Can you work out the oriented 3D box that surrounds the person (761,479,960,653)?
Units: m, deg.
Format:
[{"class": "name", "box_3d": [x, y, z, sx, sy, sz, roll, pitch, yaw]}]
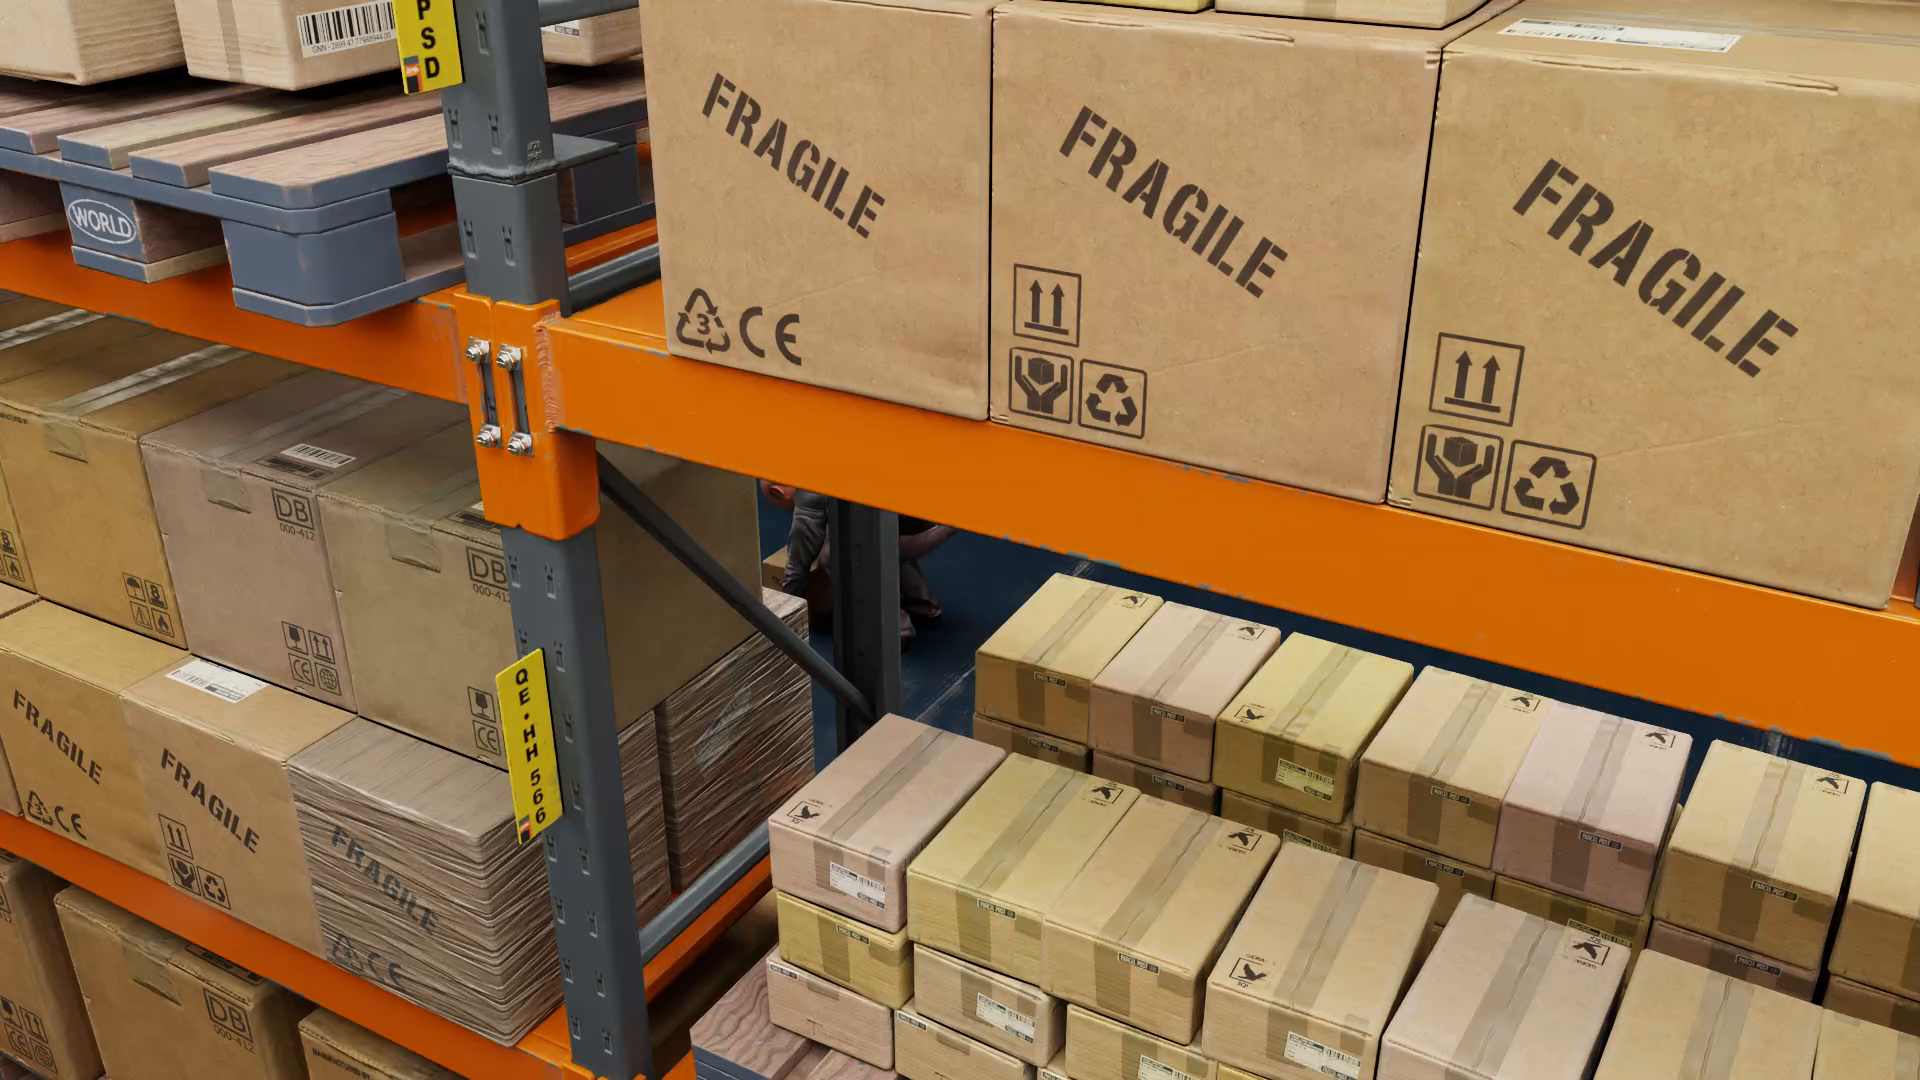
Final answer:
[{"class": "person", "box_3d": [-0.426, -0.006, 7.150, 0.953, 0.871, 0.517, 13, 29, 25]}]
